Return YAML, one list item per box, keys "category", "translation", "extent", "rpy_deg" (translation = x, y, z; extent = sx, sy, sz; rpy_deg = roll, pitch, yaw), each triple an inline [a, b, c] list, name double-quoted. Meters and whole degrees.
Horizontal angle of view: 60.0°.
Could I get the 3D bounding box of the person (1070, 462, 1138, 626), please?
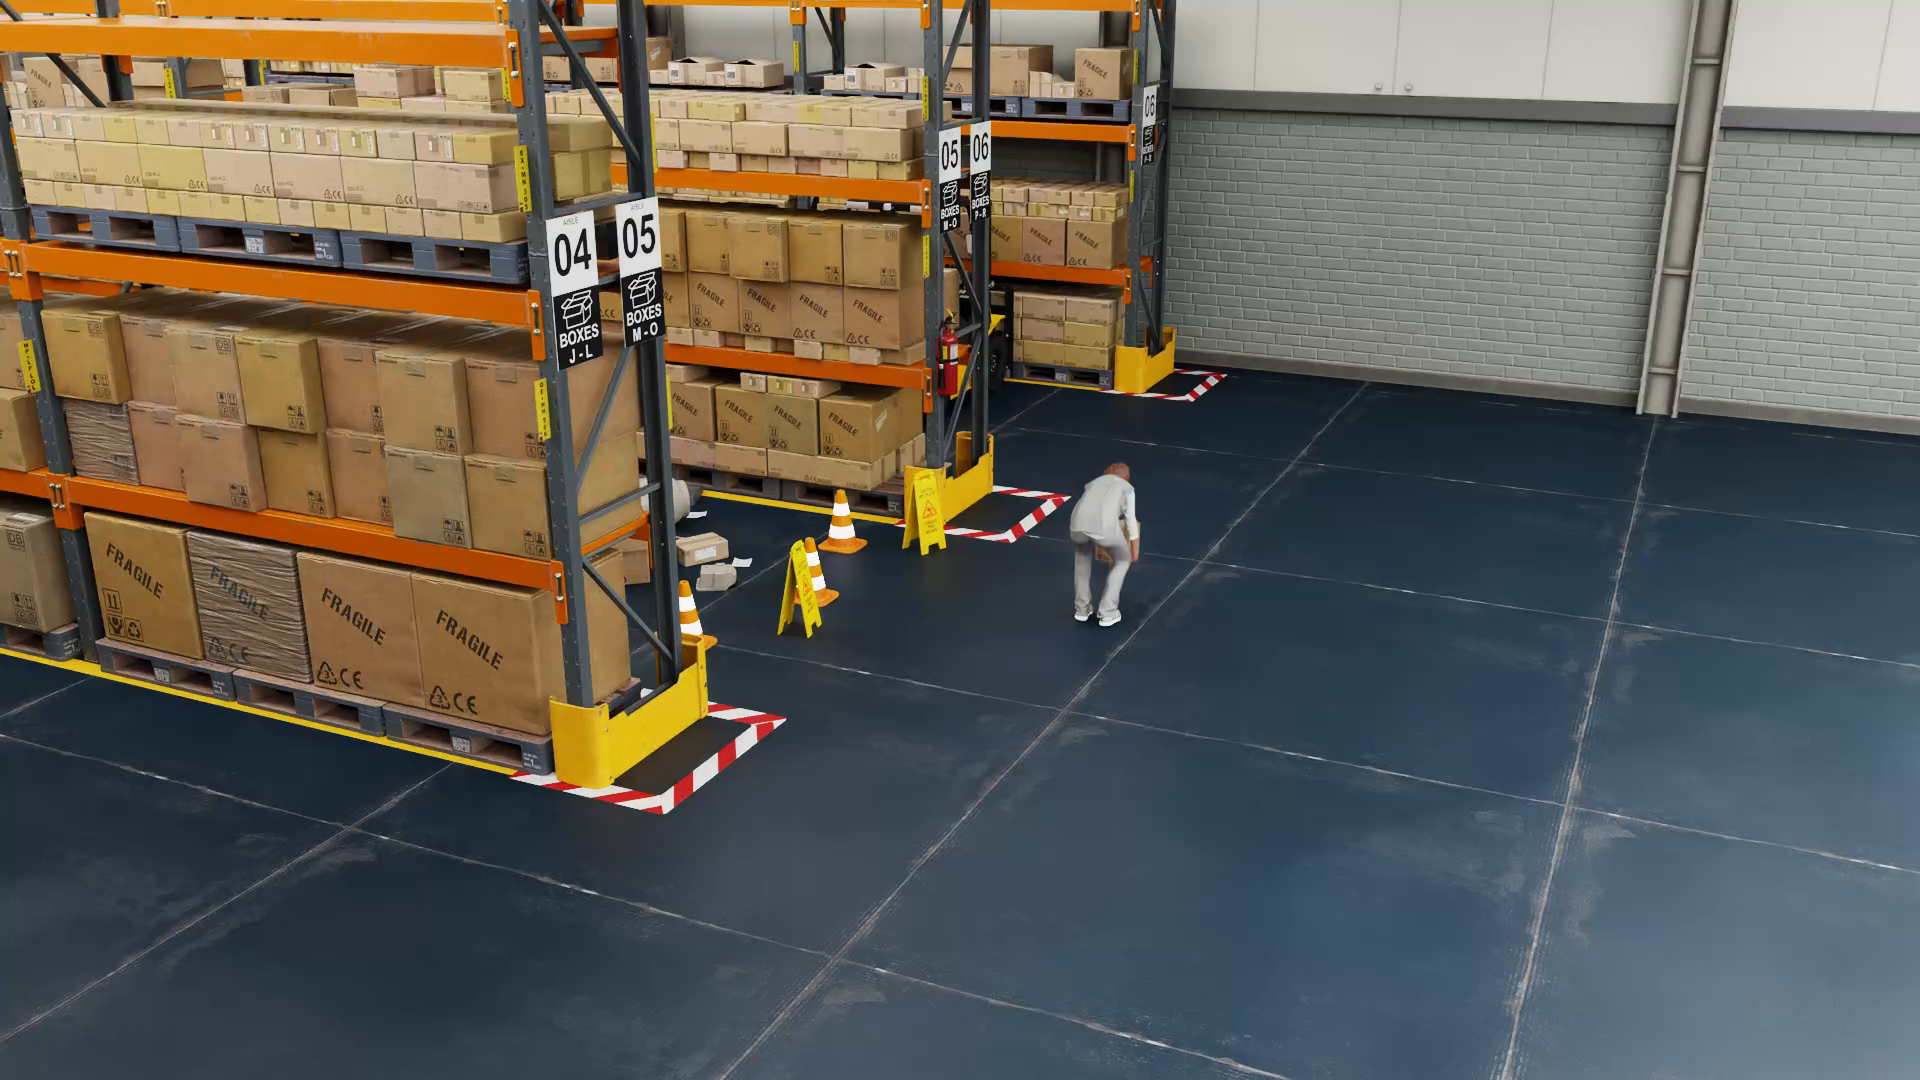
- category: "person"
  translation: [1.033, 0.033, 11.835]
  extent: [0.407, 1.039, 0.855]
  rpy_deg: [7, 21, 20]
